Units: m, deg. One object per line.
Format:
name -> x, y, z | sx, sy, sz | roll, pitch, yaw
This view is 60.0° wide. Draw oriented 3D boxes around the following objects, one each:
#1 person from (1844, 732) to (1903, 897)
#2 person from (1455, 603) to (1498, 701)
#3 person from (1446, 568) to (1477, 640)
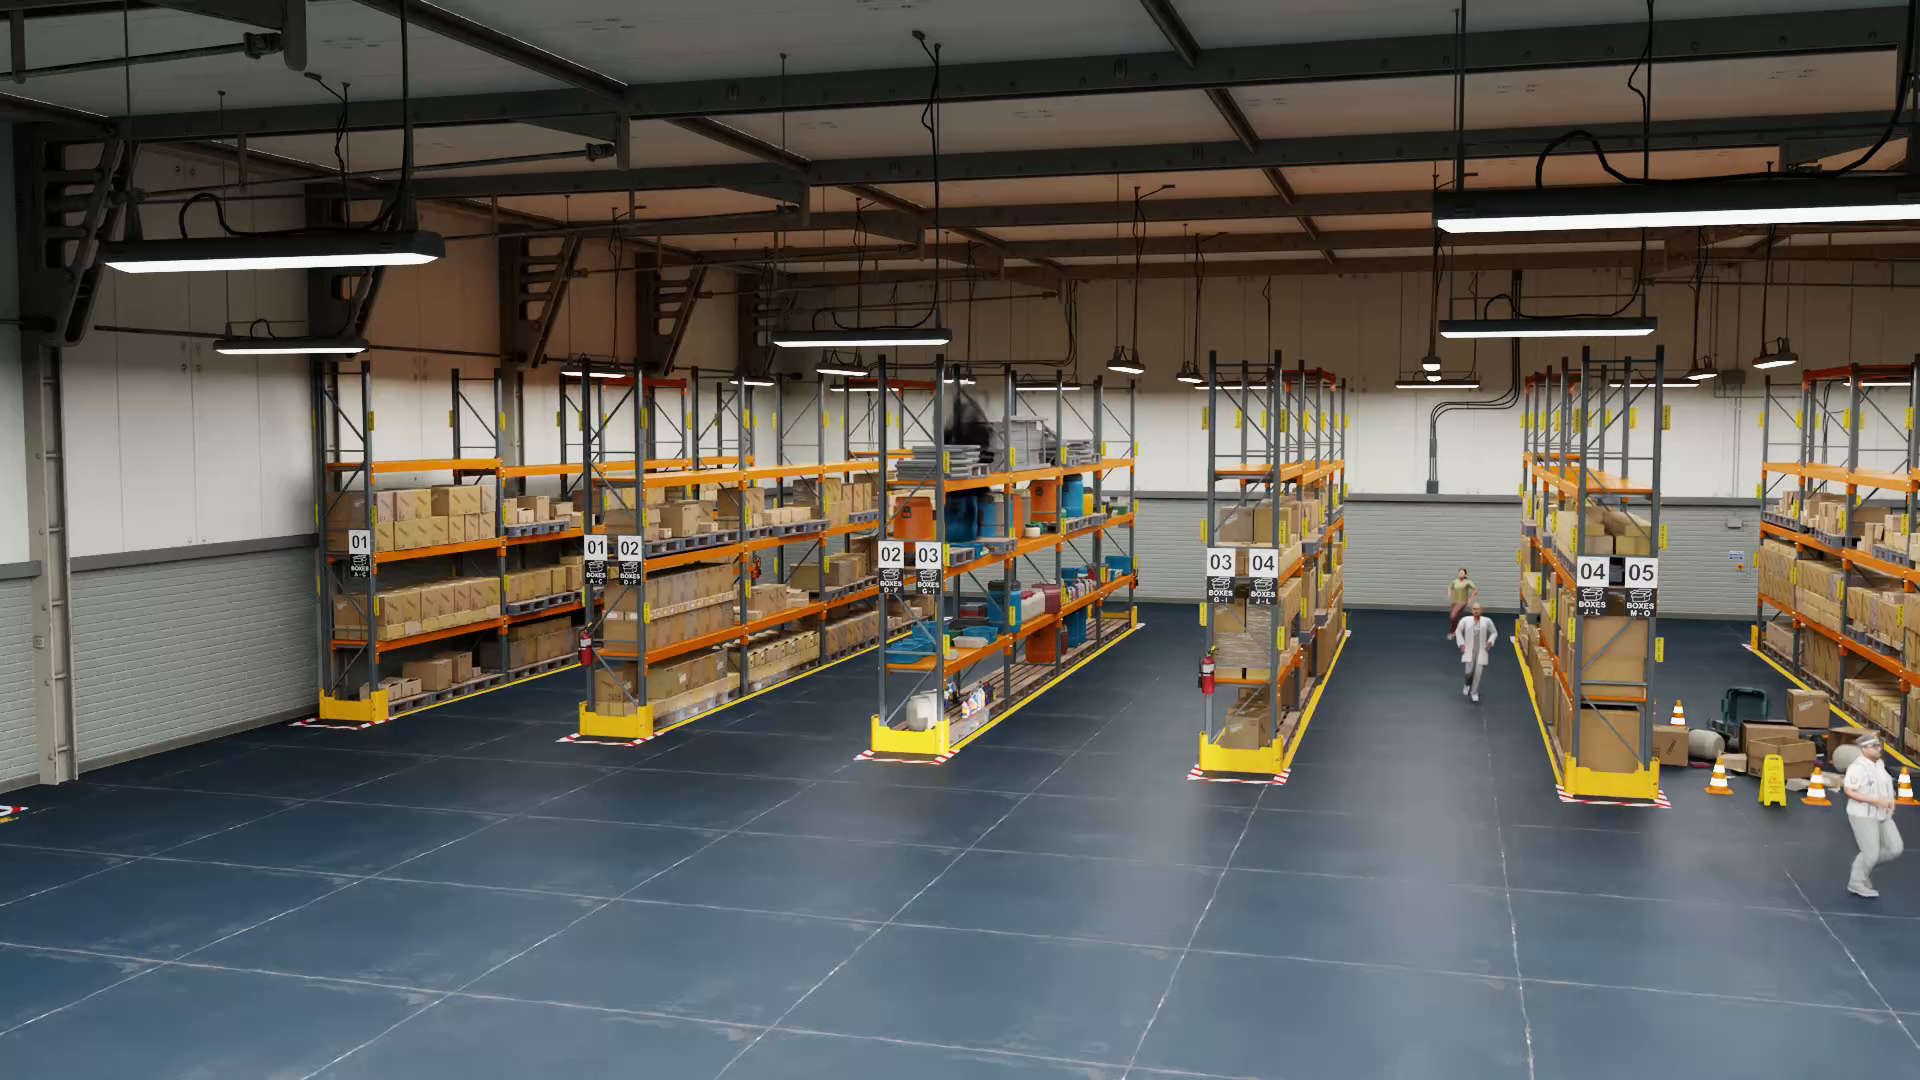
person -> 9.615, 2.880, 17.435 | 0.652, 1.737, 0.585 | -2, 5, -27
person -> 9.273, 2.003, 29.856 | 0.727, 1.747, 0.633 | 1, 4, 14
person -> 11.435, 1.471, 38.049 | 0.680, 1.674, 0.648 | -3, 5, -39
